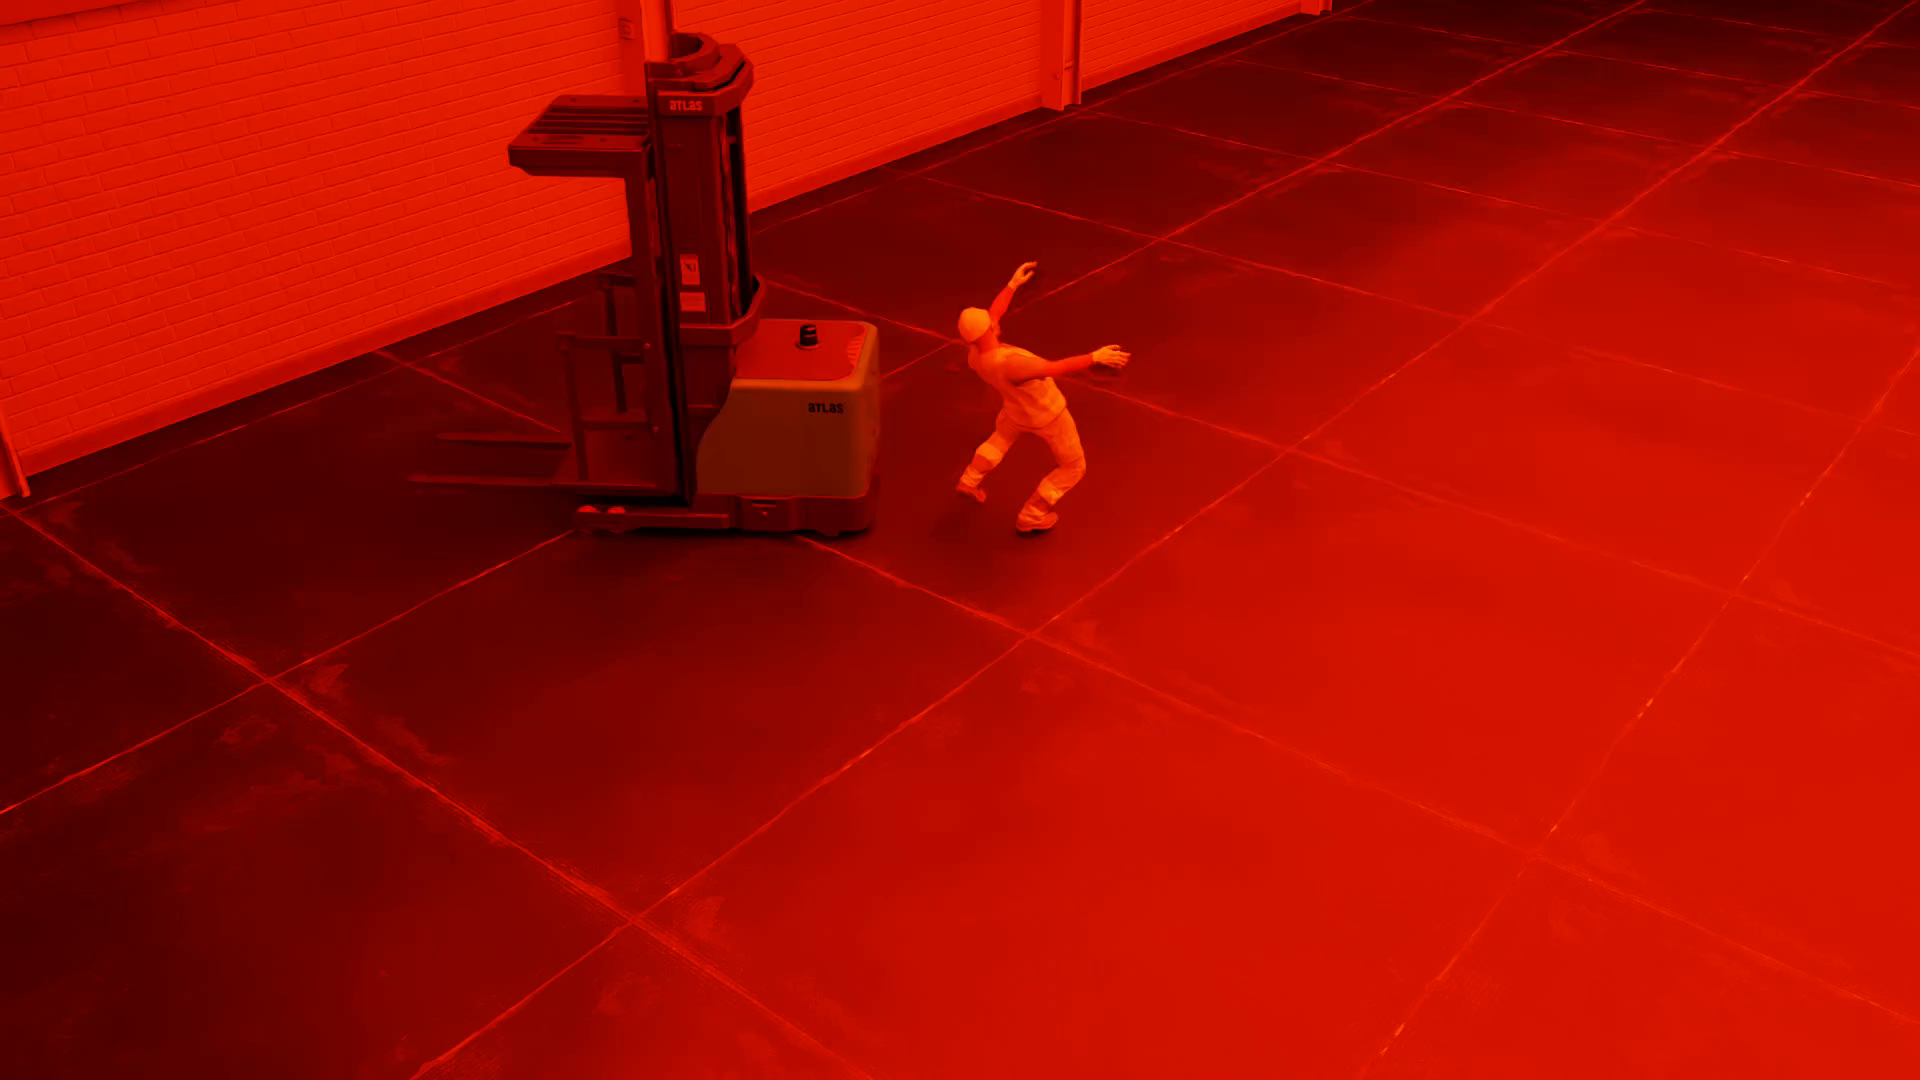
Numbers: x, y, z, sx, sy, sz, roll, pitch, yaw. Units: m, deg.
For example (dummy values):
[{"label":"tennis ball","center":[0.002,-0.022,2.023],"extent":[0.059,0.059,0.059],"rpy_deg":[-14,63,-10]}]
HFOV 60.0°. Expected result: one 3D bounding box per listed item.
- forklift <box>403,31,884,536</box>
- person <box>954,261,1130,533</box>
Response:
[{"label":"forklift","center":[-2.055,-1.571,10.283],"extent":[3.031,2.935,1.130],"rpy_deg":[2,30,3]},{"label":"person","center":[0.475,-0.767,10.170],"extent":[1.073,1.625,0.697],"rpy_deg":[26,39,37]}]
